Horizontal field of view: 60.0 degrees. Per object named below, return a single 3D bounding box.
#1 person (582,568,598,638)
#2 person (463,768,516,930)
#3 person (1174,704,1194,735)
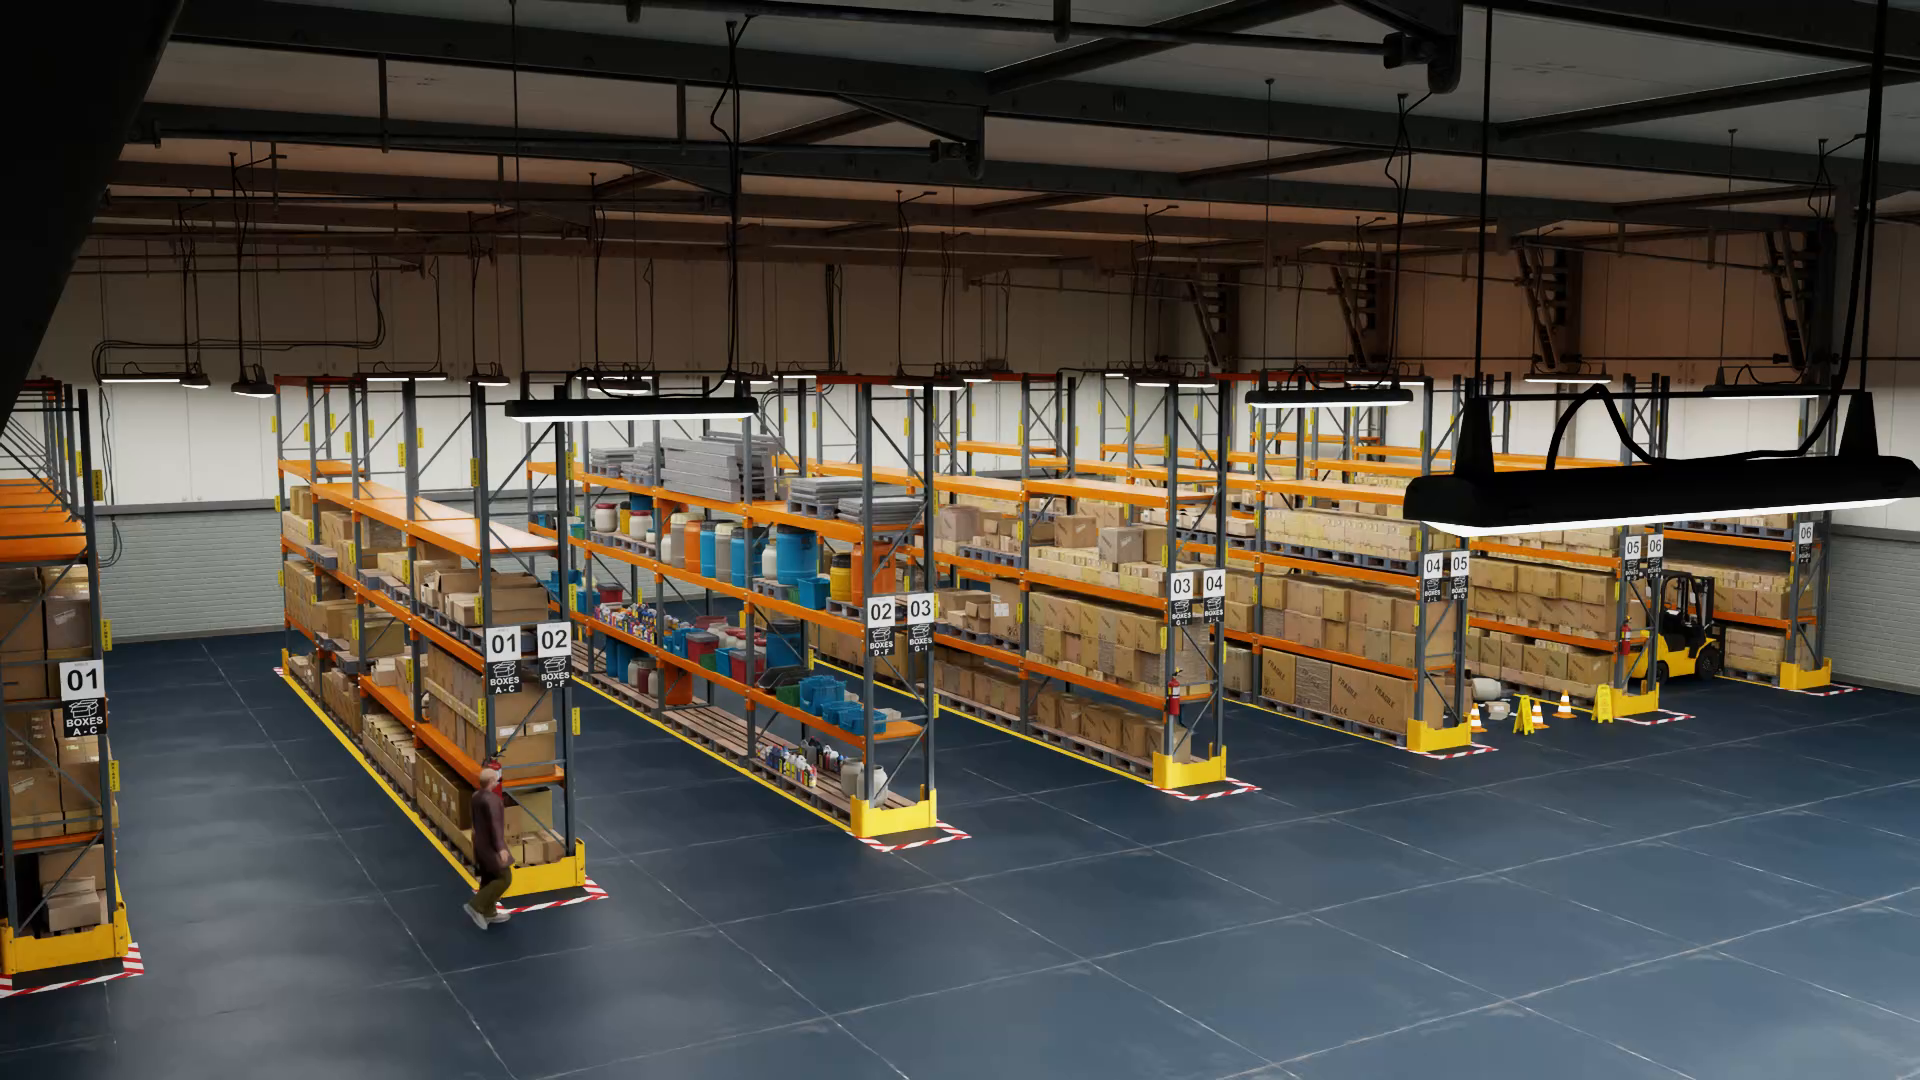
[{"bbox_3d":[-8.485,1.396,37.803,0.605,1.620,0.588,-5,8,-37],"label":"person"},{"bbox_3d":[-5.260,3.463,18.444,0.564,1.677,0.608,-4,7,-33],"label":"person"},{"bbox_3d":[3.720,2.464,28.123,0.441,1.553,0.888,-4,7,-32],"label":"person"}]
